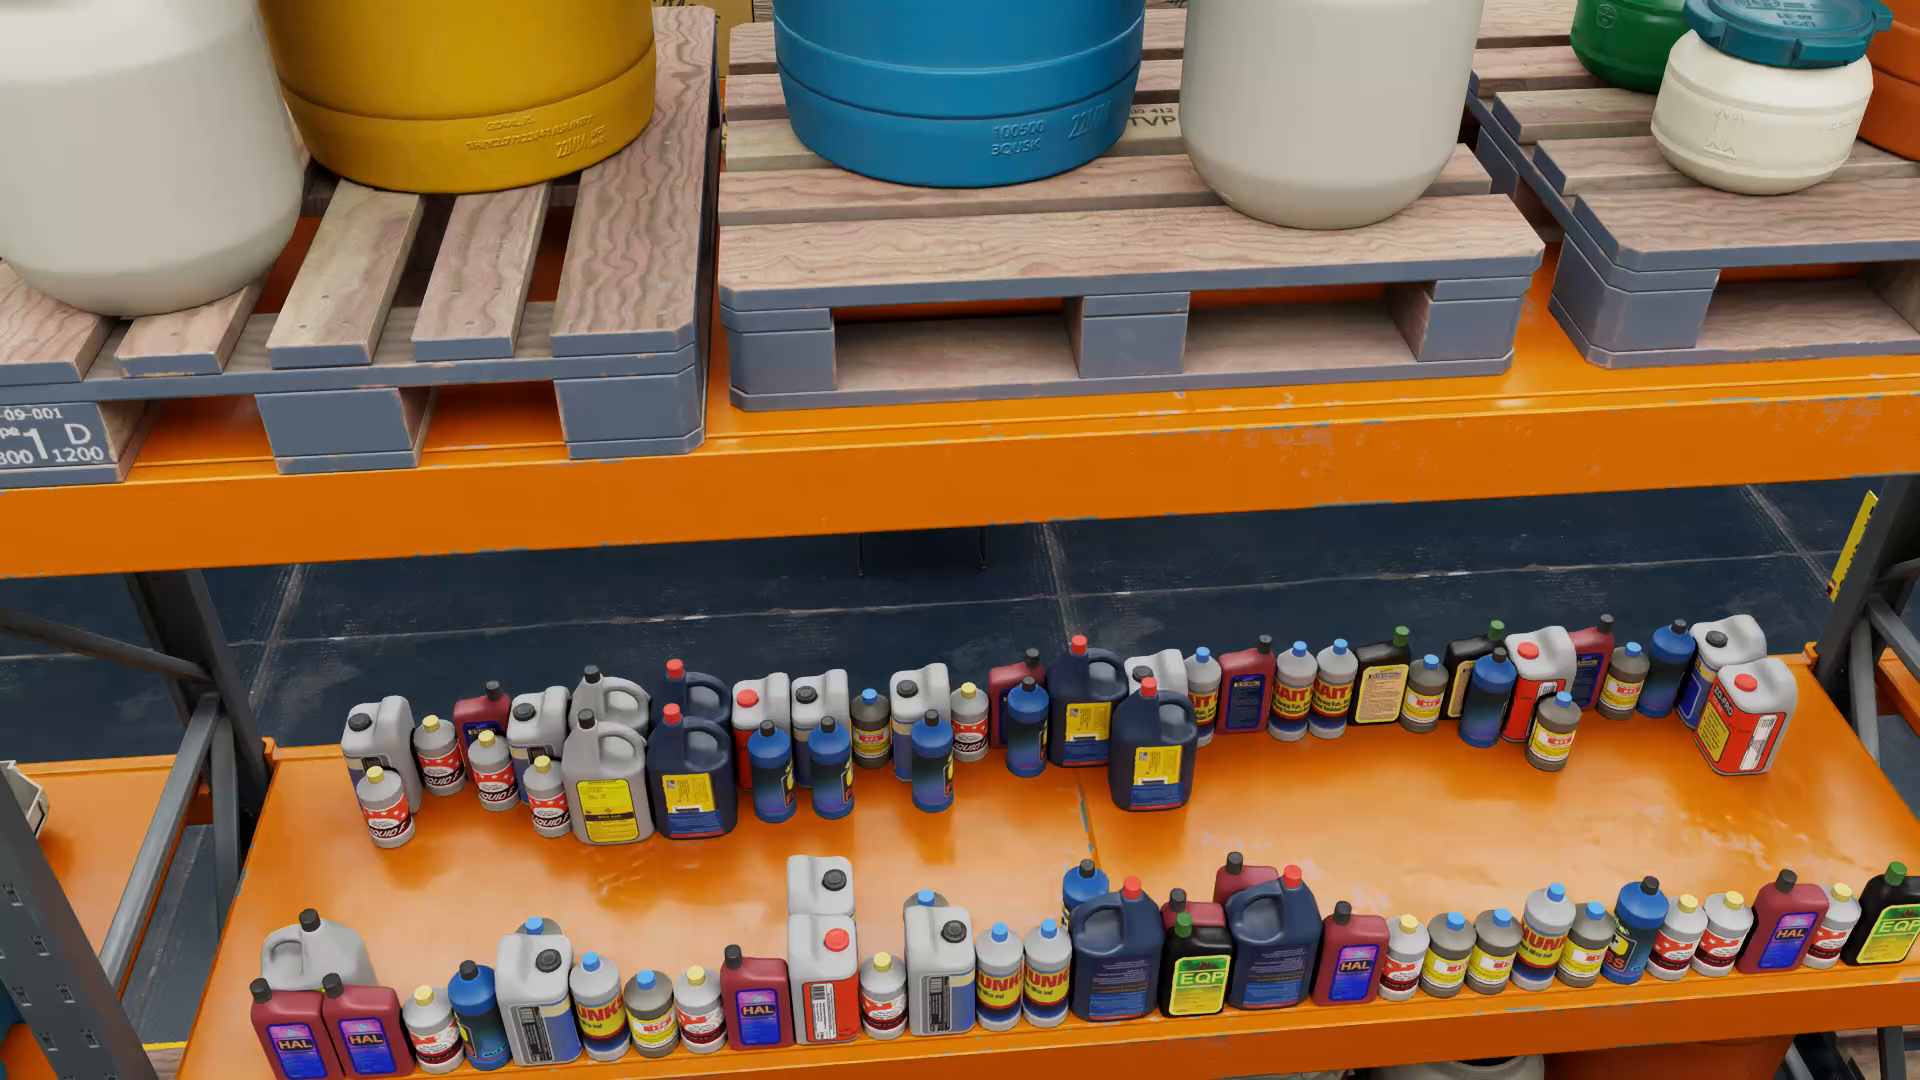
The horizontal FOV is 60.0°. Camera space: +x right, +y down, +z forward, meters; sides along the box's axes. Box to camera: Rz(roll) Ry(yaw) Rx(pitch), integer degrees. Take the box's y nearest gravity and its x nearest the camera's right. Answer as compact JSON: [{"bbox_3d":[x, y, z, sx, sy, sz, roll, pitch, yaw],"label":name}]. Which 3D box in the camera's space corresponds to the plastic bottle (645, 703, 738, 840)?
[{"bbox_3d":[-0.605,0.504,3.729,0.185,0.351,0.144,-3,38,-4],"label":"plastic bottle"}]

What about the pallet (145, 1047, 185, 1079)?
[{"bbox_3d":[-2.417,1.817,4.276,1.213,0.211,1.003,-3,38,-4],"label":"pallet"}]

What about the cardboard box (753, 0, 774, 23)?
[{"bbox_3d":[-0.648,-2.363,7.243,0.500,0.500,0.500,-4,38,-5],"label":"cardboard box"}]

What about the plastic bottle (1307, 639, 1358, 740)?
[{"bbox_3d":[0.895,0.349,3.991,0.097,0.271,0.097,0,38,0],"label":"plastic bottle"}]

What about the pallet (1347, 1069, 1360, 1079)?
[{"bbox_3d":[1.514,1.603,4.549,1.213,0.211,1.003,-3,38,-4],"label":"pallet"}]

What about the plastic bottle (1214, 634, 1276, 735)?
[{"bbox_3d":[0.681,0.344,3.986,0.133,0.283,0.061,-3,38,-4],"label":"plastic bottle"}]

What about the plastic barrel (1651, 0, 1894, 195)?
[{"bbox_3d":[1.241,-0.700,2.567,0.301,0.262,0.301,0,38,0],"label":"plastic barrel"}]

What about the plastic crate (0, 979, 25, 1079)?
[{"bbox_3d":[-2.123,0.877,3.181,0.575,0.384,0.392,-3,38,-4],"label":"plastic crate"}]

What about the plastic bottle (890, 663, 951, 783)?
[{"bbox_3d":[-0.093,0.418,3.899,0.135,0.276,0.152,-3,38,-4],"label":"plastic bottle"}]

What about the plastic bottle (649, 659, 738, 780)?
[{"bbox_3d":[-0.618,0.415,3.842,0.185,0.351,0.144,-3,38,-4],"label":"plastic bottle"}]

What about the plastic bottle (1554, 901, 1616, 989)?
[{"bbox_3d":[1.294,0.826,3.442,0.097,0.201,0.097,0,38,0],"label":"plastic bottle"}]

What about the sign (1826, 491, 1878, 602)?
[{"bbox_3d":[2.240,0.036,4.151,0.005,0.325,0.100,-3,38,-4],"label":"sign"}]

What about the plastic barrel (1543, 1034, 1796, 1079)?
[{"bbox_3d":[1.810,1.163,4.267,0.708,0.830,0.600,-3,38,-4],"label":"plastic barrel"}]

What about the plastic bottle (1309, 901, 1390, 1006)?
[{"bbox_3d":[0.792,0.833,3.367,0.133,0.283,0.061,-3,38,-4],"label":"plastic bottle"}]

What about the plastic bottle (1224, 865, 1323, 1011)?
[{"bbox_3d":[0.630,0.789,3.368,0.185,0.351,0.144,-3,38,-4],"label":"plastic bottle"}]

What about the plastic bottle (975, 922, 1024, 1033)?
[{"bbox_3d":[0.078,0.866,3.335,0.097,0.271,0.097,0,38,0],"label":"plastic bottle"}]

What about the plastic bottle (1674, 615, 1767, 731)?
[{"bbox_3d":[1.836,0.312,4.033,0.135,0.276,0.152,-3,38,-4],"label":"plastic bottle"}]

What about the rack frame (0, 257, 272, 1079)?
[{"bbox_3d":[-1.688,0.658,3.494,0.127,3.000,1.000,-3,38,-4],"label":"rack frame"}]

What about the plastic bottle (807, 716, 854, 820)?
[{"bbox_3d":[-0.295,0.509,3.788,0.097,0.271,0.097,0,38,0],"label":"plastic bottle"}]

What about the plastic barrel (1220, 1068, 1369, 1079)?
[{"bbox_3d":[0.685,1.320,4.263,0.708,0.588,0.600,-3,38,-4],"label":"plastic barrel"}]

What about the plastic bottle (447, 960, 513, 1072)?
[{"bbox_3d":[-0.942,0.922,3.264,0.097,0.271,0.097,0,38,0],"label":"plastic bottle"}]

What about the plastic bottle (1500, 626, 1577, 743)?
[{"bbox_3d":[1.375,0.337,4.001,0.135,0.276,0.152,-3,38,-4],"label":"plastic bottle"}]

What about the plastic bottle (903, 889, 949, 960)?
[{"bbox_3d":[-0.070,0.807,3.467,0.097,0.201,0.097,0,38,0],"label":"plastic bottle"}]

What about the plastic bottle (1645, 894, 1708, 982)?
[{"bbox_3d":[1.487,0.815,3.455,0.097,0.201,0.097,0,38,0],"label":"plastic bottle"}]

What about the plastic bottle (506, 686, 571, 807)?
[{"bbox_3d":[-0.960,0.466,3.838,0.135,0.276,0.152,-3,38,-4],"label":"plastic bottle"}]

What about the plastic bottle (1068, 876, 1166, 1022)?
[{"bbox_3d":[0.313,0.807,3.346,0.185,0.351,0.144,-3,38,-4],"label":"plastic bottle"}]

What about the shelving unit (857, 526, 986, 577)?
[{"bbox_3d":[-0.165,-0.815,6.088,0.503,2.100,0.431,-3,38,-4],"label":"shelving unit"}]

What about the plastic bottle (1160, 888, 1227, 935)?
[{"bbox_3d":[0.470,0.813,3.393,0.133,0.283,0.061,-3,38,-4],"label":"plastic bottle"}]

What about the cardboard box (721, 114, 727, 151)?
[{"bbox_3d":[-1.491,-1.776,7.955,0.875,0.875,1.225,-3,38,-4],"label":"cardboard box"}]

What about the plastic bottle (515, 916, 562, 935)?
[{"bbox_3d":[-0.859,0.850,3.412,0.097,0.201,0.097,0,38,0],"label":"plastic bottle"}]

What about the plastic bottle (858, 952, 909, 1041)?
[{"bbox_3d":[-0.153,0.906,3.341,0.097,0.201,0.097,0,38,0],"label":"plastic bottle"}]

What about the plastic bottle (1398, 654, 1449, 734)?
[{"bbox_3d":[1.125,0.363,4.028,0.097,0.201,0.097,0,38,0],"label":"plastic bottle"}]

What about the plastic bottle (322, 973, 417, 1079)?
[{"bbox_3d":[-1.152,0.940,3.231,0.133,0.283,0.061,-3,38,-4],"label":"plastic bottle"}]

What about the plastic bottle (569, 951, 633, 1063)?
[{"bbox_3d":[-0.711,0.909,3.280,0.097,0.271,0.097,0,38,0],"label":"plastic bottle"}]

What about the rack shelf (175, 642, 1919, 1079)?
[{"bbox_3d":[0.304,0.831,3.856,4.000,0.370,1.077,-3,38,-4],"label":"rack shelf"}]

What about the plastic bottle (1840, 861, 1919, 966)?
[{"bbox_3d":[1.931,0.770,3.447,0.133,0.283,0.061,-3,38,-4],"label":"plastic bottle"}]

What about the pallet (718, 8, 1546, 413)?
[{"bbox_3d":[0.213,-0.612,2.836,1.213,0.211,1.003,-3,38,-4],"label":"pallet"}]

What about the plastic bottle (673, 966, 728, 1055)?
[{"bbox_3d":[-0.517,0.926,3.315,0.097,0.201,0.097,0,38,0],"label":"plastic bottle"}]

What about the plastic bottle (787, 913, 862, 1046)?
[{"bbox_3d":[-0.271,0.866,3.331,0.135,0.276,0.152,-3,38,-4],"label":"plastic bottle"}]

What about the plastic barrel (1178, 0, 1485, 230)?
[{"bbox_3d":[0.543,-0.767,2.430,0.433,0.535,0.433,0,38,0],"label":"plastic barrel"}]

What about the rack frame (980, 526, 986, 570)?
[{"bbox_3d":[0.078,-0.829,6.105,0.015,2.100,0.400,-3,38,-4],"label":"rack frame"}]

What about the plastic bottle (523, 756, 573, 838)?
[{"bbox_3d":[-0.931,0.571,3.765,0.097,0.201,0.097,0,38,0],"label":"plastic bottle"}]

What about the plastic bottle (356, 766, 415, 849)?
[{"bbox_3d":[-1.295,0.591,3.740,0.097,0.201,0.097,0,38,0],"label":"plastic bottle"}]

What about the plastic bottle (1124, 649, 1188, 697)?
[{"bbox_3d":[0.455,0.388,3.937,0.135,0.276,0.152,-3,38,-4],"label":"plastic bottle"}]

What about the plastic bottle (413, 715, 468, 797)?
[{"bbox_3d":[-1.211,0.492,3.865,0.097,0.201,0.097,0,38,0],"label":"plastic bottle"}]

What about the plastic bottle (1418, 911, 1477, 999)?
[{"bbox_3d":[1.003,0.842,3.422,0.097,0.201,0.097,0,38,0],"label":"plastic bottle"}]

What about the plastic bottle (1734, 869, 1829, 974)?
[{"bbox_3d":[1.701,0.783,3.431,0.133,0.283,0.061,-3,38,-4],"label":"plastic bottle"}]

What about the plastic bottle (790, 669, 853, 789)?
[{"bbox_3d":[-0.324,0.431,3.882,0.135,0.276,0.152,-3,38,-4],"label":"plastic bottle"}]

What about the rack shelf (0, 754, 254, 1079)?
[{"bbox_3d":[-3.680,1.050,3.578,4.000,0.370,1.077,-3,38,-4],"label":"rack shelf"}]

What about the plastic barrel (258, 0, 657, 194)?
[{"bbox_3d":[-0.797,-0.933,2.599,0.600,0.588,0.600,0,38,0],"label":"plastic barrel"}]

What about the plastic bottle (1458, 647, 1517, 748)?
[{"bbox_3d":[1.263,0.366,3.968,0.097,0.271,0.097,0,38,0],"label":"plastic bottle"}]

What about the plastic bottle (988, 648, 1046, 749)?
[{"bbox_3d":[0.133,0.374,3.948,0.133,0.283,0.061,-3,38,-4],"label":"plastic bottle"}]

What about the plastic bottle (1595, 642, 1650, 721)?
[{"bbox_3d":[1.621,0.336,4.063,0.097,0.201,0.097,0,38,0],"label":"plastic bottle"}]

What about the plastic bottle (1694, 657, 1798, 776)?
[{"bbox_3d":[1.850,0.406,3.914,0.135,0.276,0.152,-3,38,-4],"label":"plastic bottle"}]

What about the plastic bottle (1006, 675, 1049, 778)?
[{"bbox_3d":[0.158,0.427,3.891,0.097,0.271,0.097,0,38,0],"label":"plastic bottle"}]
